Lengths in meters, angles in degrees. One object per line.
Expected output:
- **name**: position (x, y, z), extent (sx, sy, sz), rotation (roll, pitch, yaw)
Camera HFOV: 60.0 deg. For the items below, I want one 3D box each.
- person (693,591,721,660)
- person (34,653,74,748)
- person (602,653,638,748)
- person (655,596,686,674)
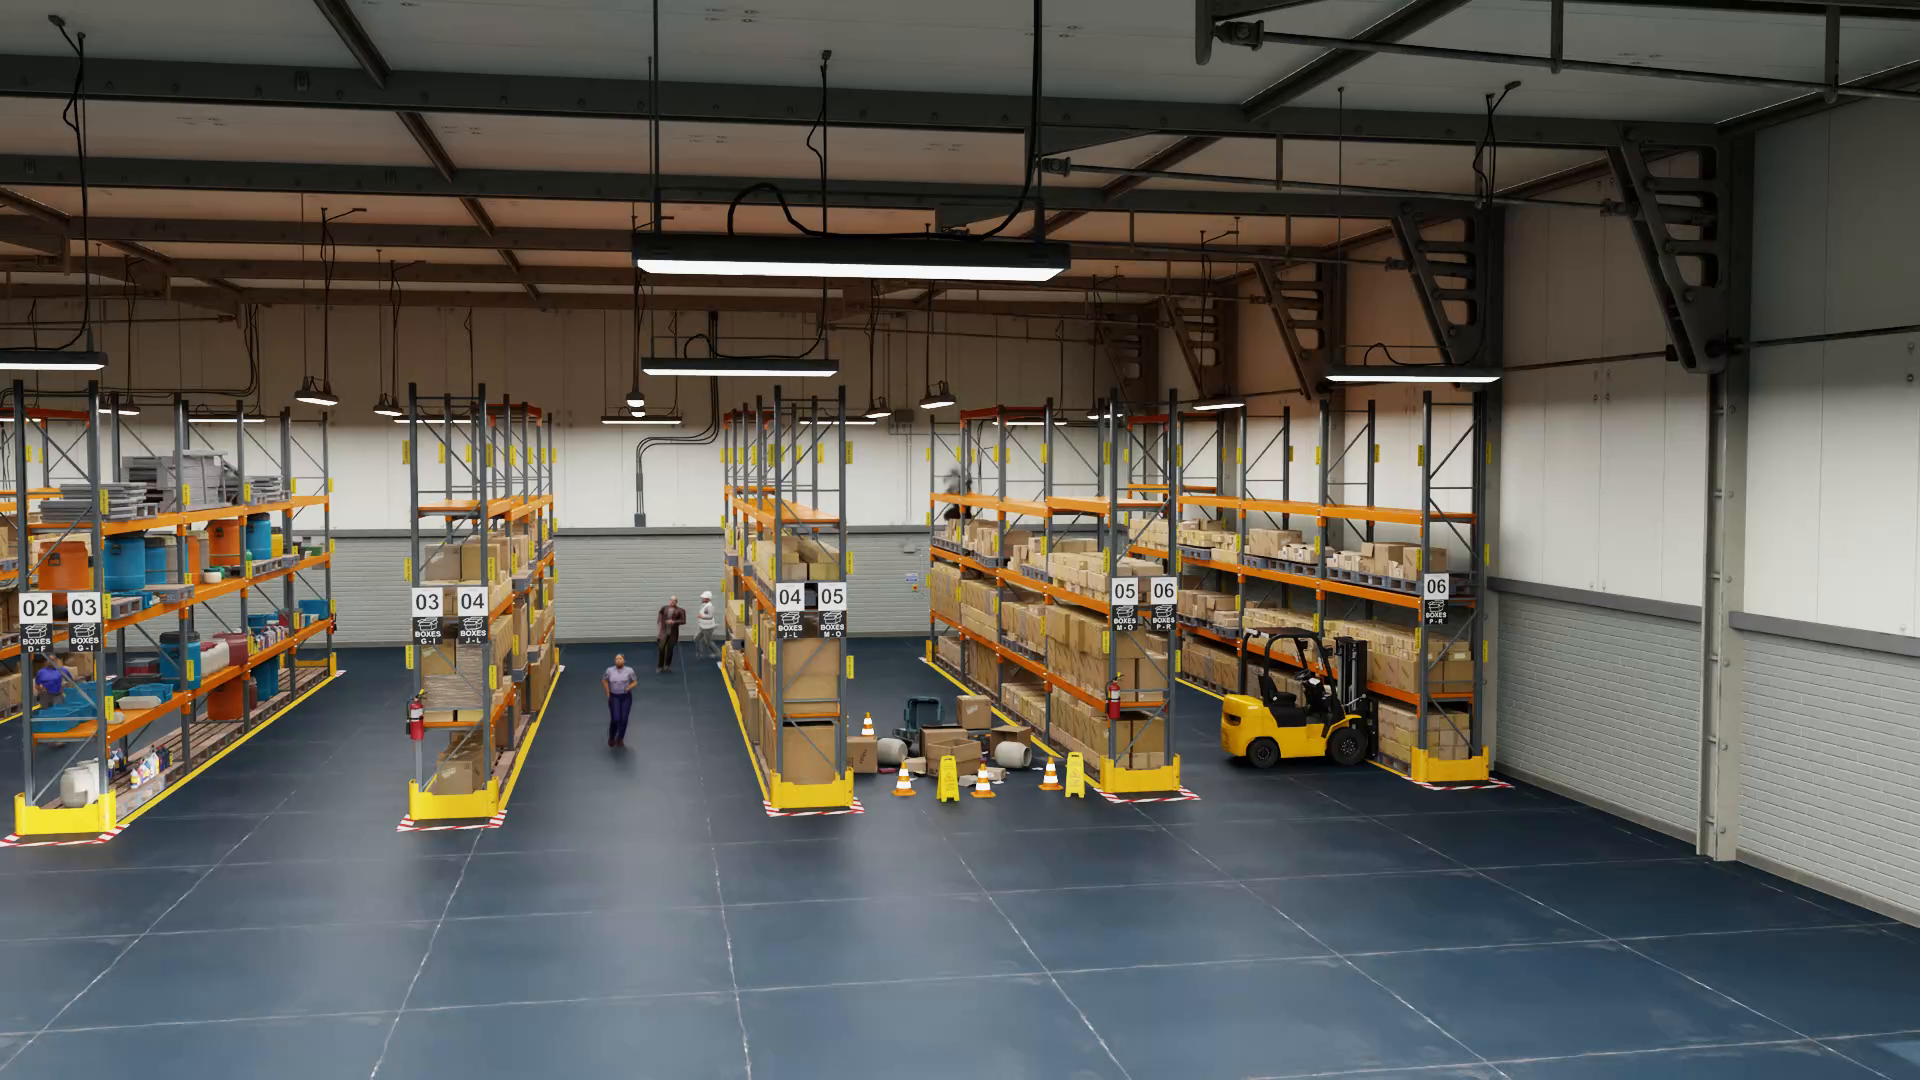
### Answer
- **person**: position (-6.125, 2.126, 40.570), extent (0.709, 1.772, 0.802), rotation (-2, 3, -29)
- **person**: position (-15.469, 2.739, 28.352), extent (0.549, 1.628, 0.649), rotation (-1, 3, -14)
- **person**: position (-5.811, 2.750, 28.473), extent (0.581, 1.631, 0.631), rotation (-1, 3, -16)
- **person**: position (-6.668, 2.190, 38.504), extent (0.702, 1.829, 0.817), rotation (0, 3, 0)
